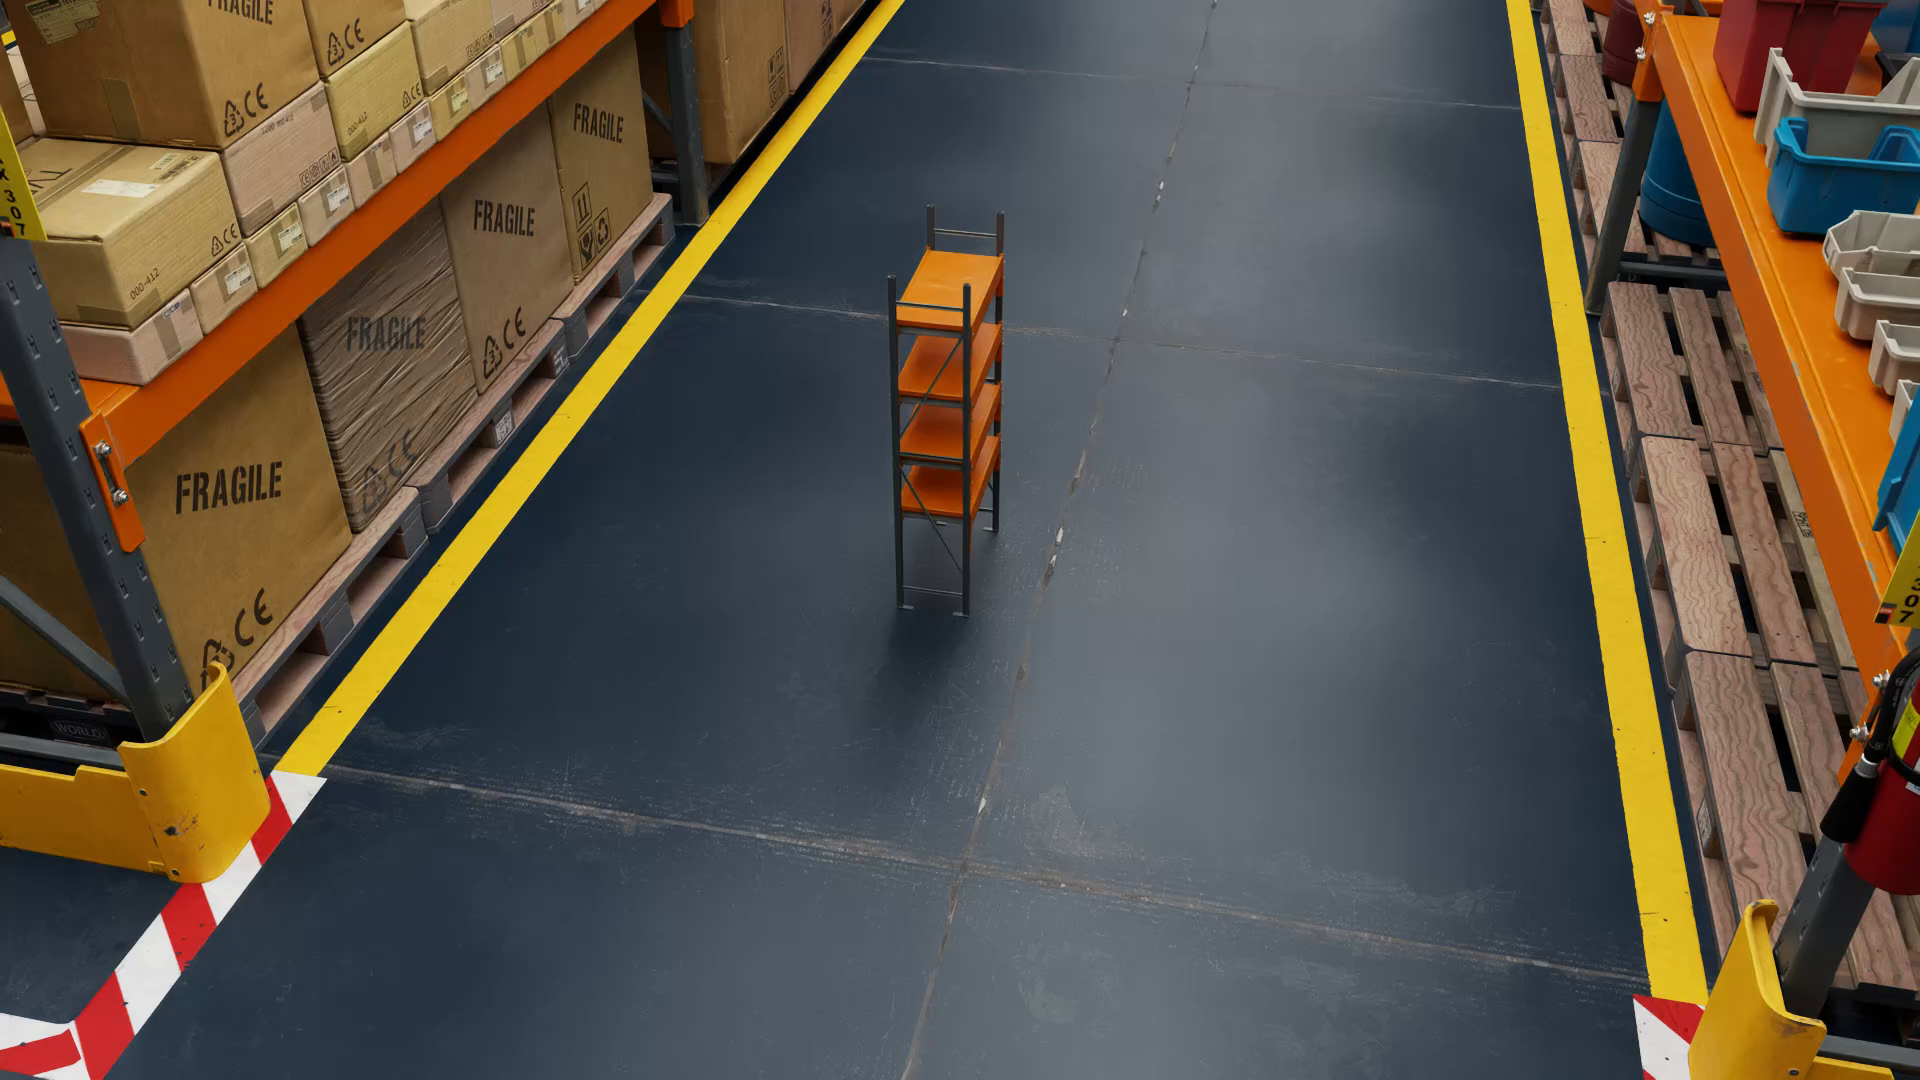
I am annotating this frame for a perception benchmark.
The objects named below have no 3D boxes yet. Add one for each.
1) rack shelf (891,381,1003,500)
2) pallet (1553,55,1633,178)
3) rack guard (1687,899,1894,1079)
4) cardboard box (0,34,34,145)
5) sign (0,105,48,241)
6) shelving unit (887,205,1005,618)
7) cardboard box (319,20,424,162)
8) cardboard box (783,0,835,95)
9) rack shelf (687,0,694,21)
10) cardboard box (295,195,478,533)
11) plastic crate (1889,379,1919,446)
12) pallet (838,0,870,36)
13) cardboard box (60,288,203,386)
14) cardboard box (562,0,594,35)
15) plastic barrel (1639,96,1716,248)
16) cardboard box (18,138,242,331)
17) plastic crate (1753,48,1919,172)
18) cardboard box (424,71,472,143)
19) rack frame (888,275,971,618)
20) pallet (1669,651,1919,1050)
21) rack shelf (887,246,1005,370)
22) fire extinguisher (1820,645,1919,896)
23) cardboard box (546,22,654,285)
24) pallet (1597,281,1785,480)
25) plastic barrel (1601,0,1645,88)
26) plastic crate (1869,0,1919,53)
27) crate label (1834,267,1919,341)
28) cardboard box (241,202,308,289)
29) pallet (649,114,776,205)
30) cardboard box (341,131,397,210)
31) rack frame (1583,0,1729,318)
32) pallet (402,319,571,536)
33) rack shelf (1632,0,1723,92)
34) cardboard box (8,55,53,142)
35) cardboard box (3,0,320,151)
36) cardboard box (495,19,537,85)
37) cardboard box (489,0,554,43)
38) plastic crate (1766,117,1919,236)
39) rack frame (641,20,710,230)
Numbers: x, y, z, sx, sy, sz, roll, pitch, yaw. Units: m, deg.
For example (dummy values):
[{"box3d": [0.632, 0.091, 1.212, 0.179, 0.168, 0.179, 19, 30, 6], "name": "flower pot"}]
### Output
[{"box3d": [-0.035, -0.336, 5.306, 0.258, 0.148, 0.480, 7, 37, 10], "name": "rack shelf"}, {"box3d": [3.621, -2.148, 8.534, 1.003, 0.211, 1.213, 7, 37, 10], "name": "pallet"}, {"box3d": [2.311, 1.182, 3.693, 1.175, 0.500, 0.348, 7, 37, 10], "name": "rack guard"}, {"box3d": [-2.688, -1.142, 4.005, 0.500, 0.500, 0.500, 8, 37, 11], "name": "cardboard box"}, {"box3d": [-1.995, -0.776, 3.459, 0.100, 0.325, 0.005, 7, 37, 10], "name": "sign"}, {"box3d": [-0.035, -0.391, 5.267, 0.258, 1.200, 0.503, 7, 37, 10], "name": "shelving unit"}, {"box3d": [-1.954, -1.354, 4.936, 0.500, 0.250, 0.500, 6, 36, 8], "name": "cardboard box"}, {"box3d": [-1.374, -2.951, 8.718, 1.225, 0.875, 0.875, 6, 36, 8], "name": "cardboard box"}, {"box3d": [-1.254, -3.615, 8.794, 1.077, 0.370, 4.000, 7, 37, 10], "name": "rack shelf"}, {"box3d": [-2.283, -0.675, 5.577, 0.875, 0.875, 0.875, 7, 37, 10], "name": "cardboard box"}, {"box3d": [2.300, -0.253, 3.717, 0.396, 0.136, 0.243, 7, 37, 10], "name": "plastic crate"}, {"box3d": [-1.069, -3.481, 10.373, 1.003, 0.211, 1.213, 7, 37, 10], "name": "pallet"}, {"box3d": [-2.137, -0.527, 4.135, 0.380, 0.149, 0.250, 8, 37, 10], "name": "cardboard box"}, {"box3d": [-1.591, -2.000, 6.167, 0.380, 0.149, 0.250, 8, 37, 11], "name": "cardboard box"}, {"box3d": [3.290, -1.769, 7.065, 0.600, 0.901, 0.708, 7, 37, 10], "name": "plastic barrel"}, {"box3d": [-2.169, -0.767, 4.127, 0.500, 0.250, 0.500, 6, 36, 9], "name": "cardboard box"}, {"box3d": [2.651, -1.263, 4.986, 0.437, 0.282, 0.530, 7, 37, 10], "name": "plastic crate"}, {"box3d": [-1.810, -1.409, 5.352, 0.380, 0.149, 0.250, 6, 36, 9], "name": "cardboard box"}, {"box3d": [-0.087, -0.251, 5.074, 0.240, 1.200, 0.015, 7, 37, 10], "name": "rack frame"}, {"box3d": [2.517, 0.816, 4.445, 1.003, 0.211, 1.213, 7, 37, 10], "name": "pallet"}, {"box3d": [-0.035, -0.709, 5.036, 0.258, 0.148, 0.480, 7, 37, 10], "name": "rack shelf"}, {"box3d": [1.827, 0.366, 3.072, 0.296, 0.674, 0.183, 7, 37, 10], "name": "fire extinguisher"}, {"box3d": [-1.900, -1.701, 6.993, 0.875, 0.875, 0.875, 7, 37, 10], "name": "cardboard box"}, {"box3d": [3.038, -0.583, 6.375, 1.003, 0.211, 1.213, 7, 37, 10], "name": "pallet"}, {"box3d": [3.683, -2.695, 8.610, 0.600, 0.588, 0.708, 7, 37, 10], "name": "plastic barrel"}, {"box3d": [3.391, -1.846, 5.703, 0.392, 0.384, 0.575, 7, 37, 10], "name": "plastic crate"}, {"box3d": [2.412, -0.580, 4.168, 0.396, 0.136, 0.243, 7, 37, 10], "name": "crate label"}, {"box3d": [-2.030, -0.821, 4.540, 0.380, 0.149, 0.250, 6, 36, 9], "name": "cardboard box"}, {"box3d": [-1.590, -2.082, 8.443, 1.003, 0.211, 1.213, 7, 37, 10], "name": "pallet"}, {"box3d": [-1.920, -1.116, 4.948, 0.380, 0.149, 0.250, 7, 36, 9], "name": "cardboard box"}, {"box3d": [3.157, -2.139, 6.145, 1.000, 3.000, 0.127, 7, 37, 10], "name": "rack frame"}, {"box3d": [-2.179, -0.503, 6.264, 1.003, 0.211, 1.213, 7, 37, 10], "name": "pallet"}, {"box3d": [3.585, -2.994, 7.938, 1.077, 0.370, 4.000, 7, 37, 10], "name": "rack shelf"}, {"box3d": [-2.582, -1.128, 4.624, 0.500, 0.250, 0.500, 7, 36, 9], "name": "cardboard box"}, {"box3d": [-2.063, -1.358, 4.302, 0.500, 0.500, 0.500, 6, 36, 9], "name": "cardboard box"}, {"box3d": [-1.701, -1.705, 5.761, 0.380, 0.149, 0.250, 7, 36, 9], "name": "cardboard box"}, {"box3d": [-1.736, -1.943, 5.750, 0.500, 0.250, 0.500, 8, 37, 11], "name": "cardboard box"}, {"box3d": [2.491, -1.011, 4.681, 0.416, 0.233, 0.300, 7, 37, 10], "name": "plastic crate"}, {"box3d": [-1.681, -2.759, 7.001, 1.000, 3.000, 0.127, 7, 37, 10], "name": "rack frame"}]
